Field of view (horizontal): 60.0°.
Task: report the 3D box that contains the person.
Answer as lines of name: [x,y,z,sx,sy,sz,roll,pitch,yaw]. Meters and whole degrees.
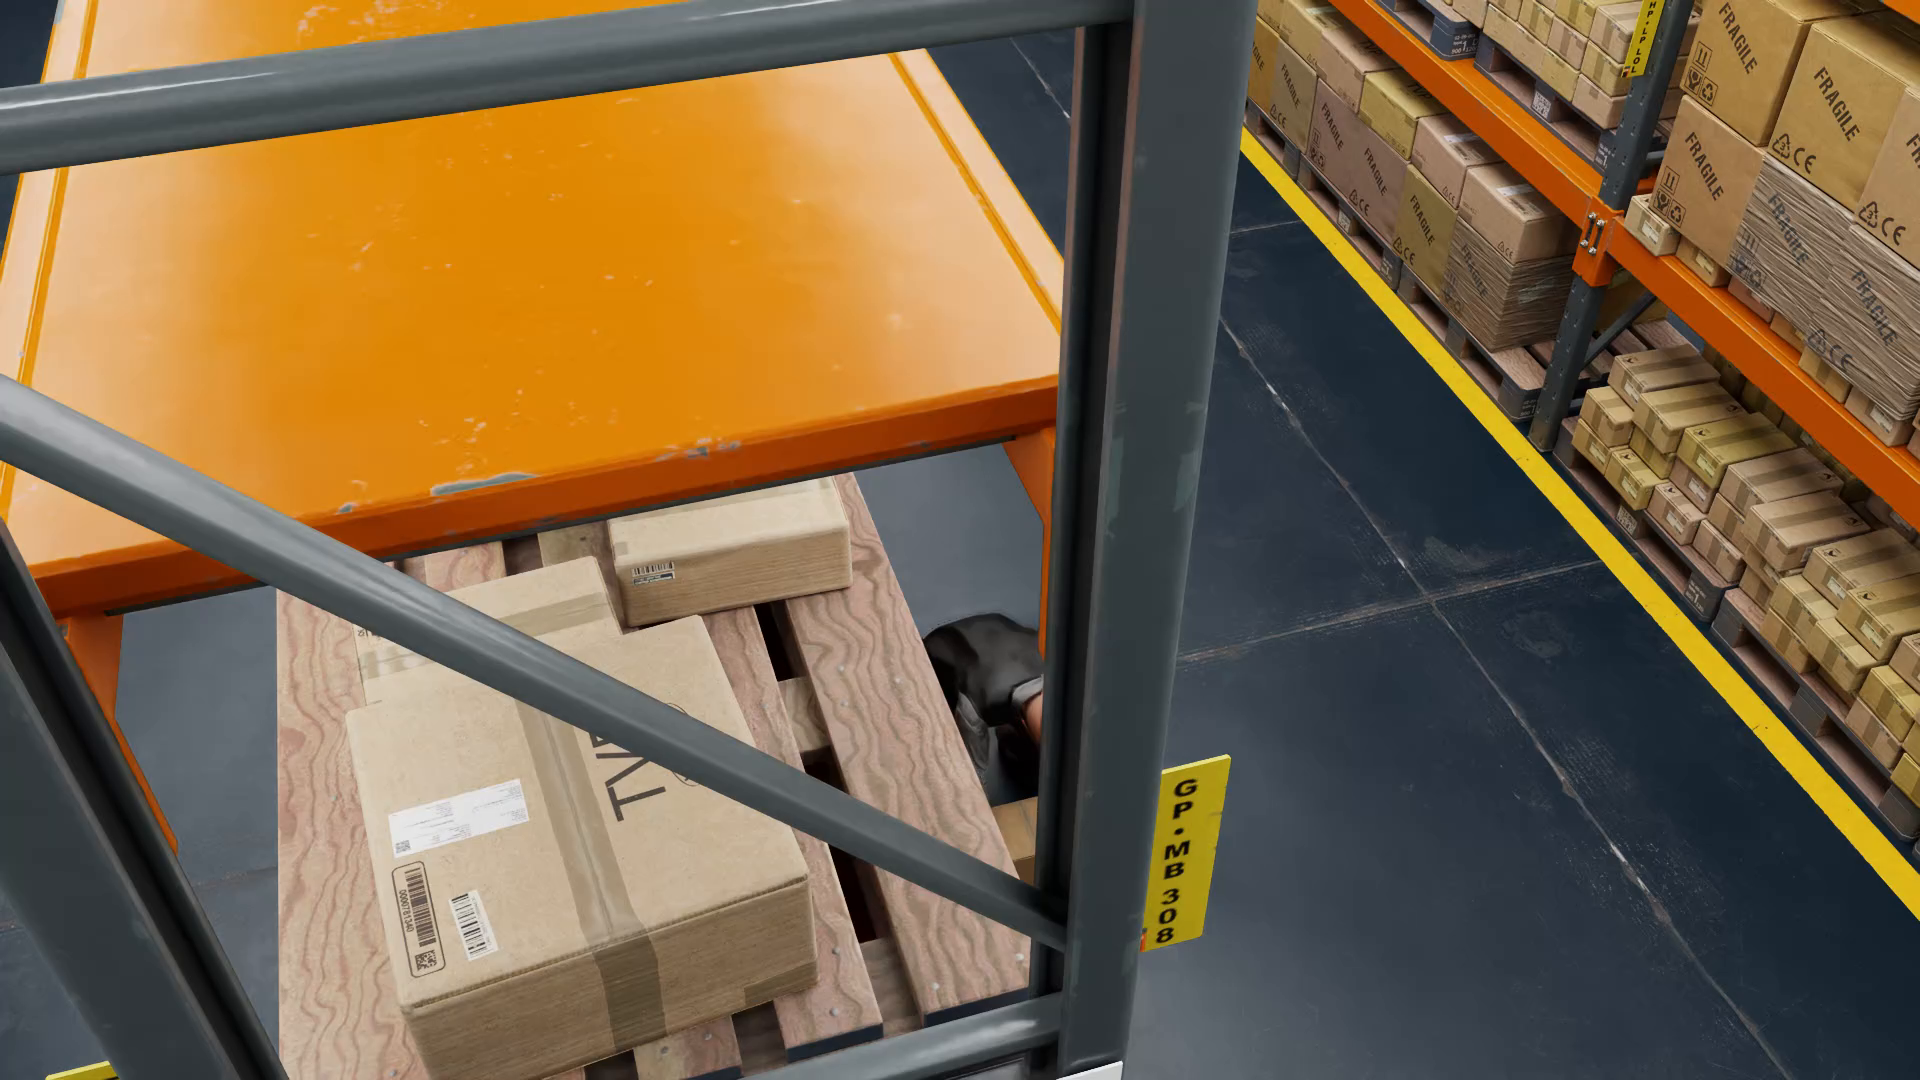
person: [0.159,0.663,6.084,0.538,0.869,0.871,-11,43,-12]
